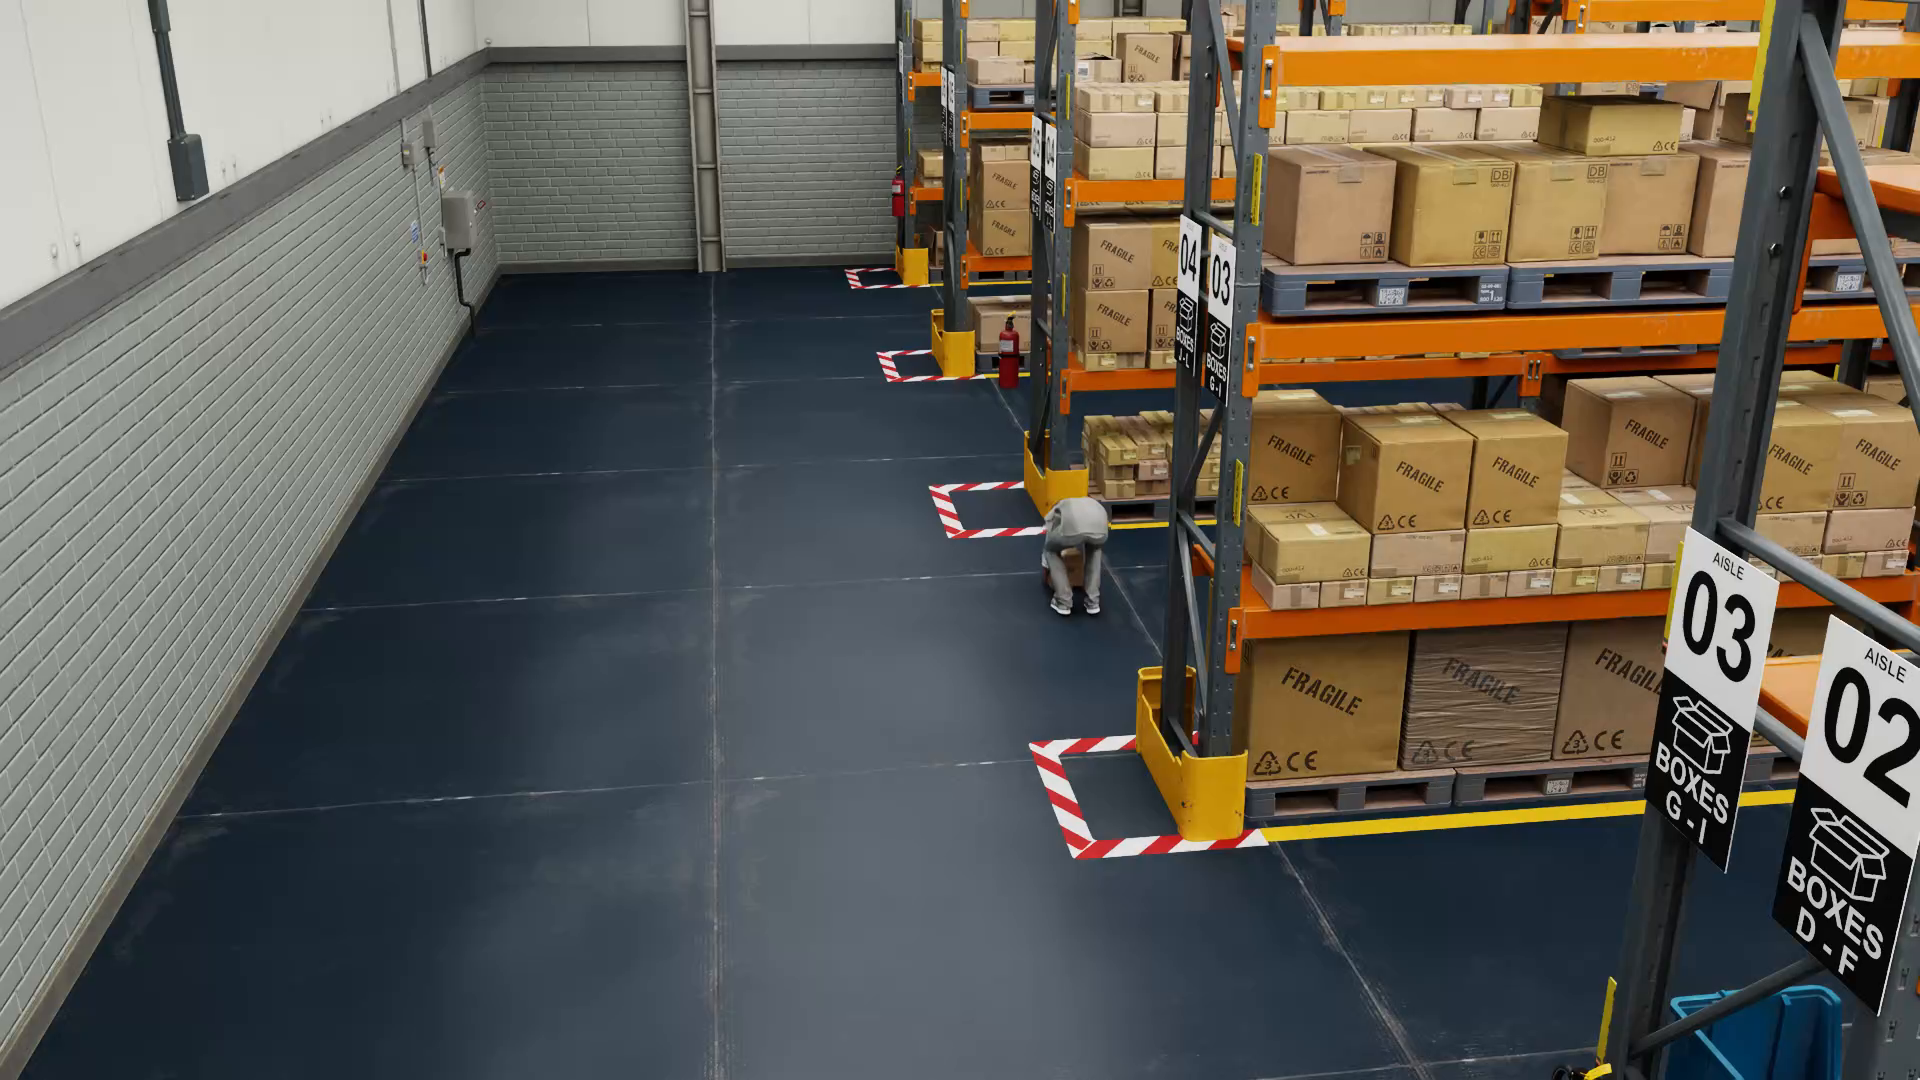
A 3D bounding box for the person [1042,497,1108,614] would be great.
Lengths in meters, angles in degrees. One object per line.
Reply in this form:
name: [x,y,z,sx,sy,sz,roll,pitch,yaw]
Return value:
person: [0.812,0.051,12.012,0.426,0.860,0.853,-4,21,-10]
